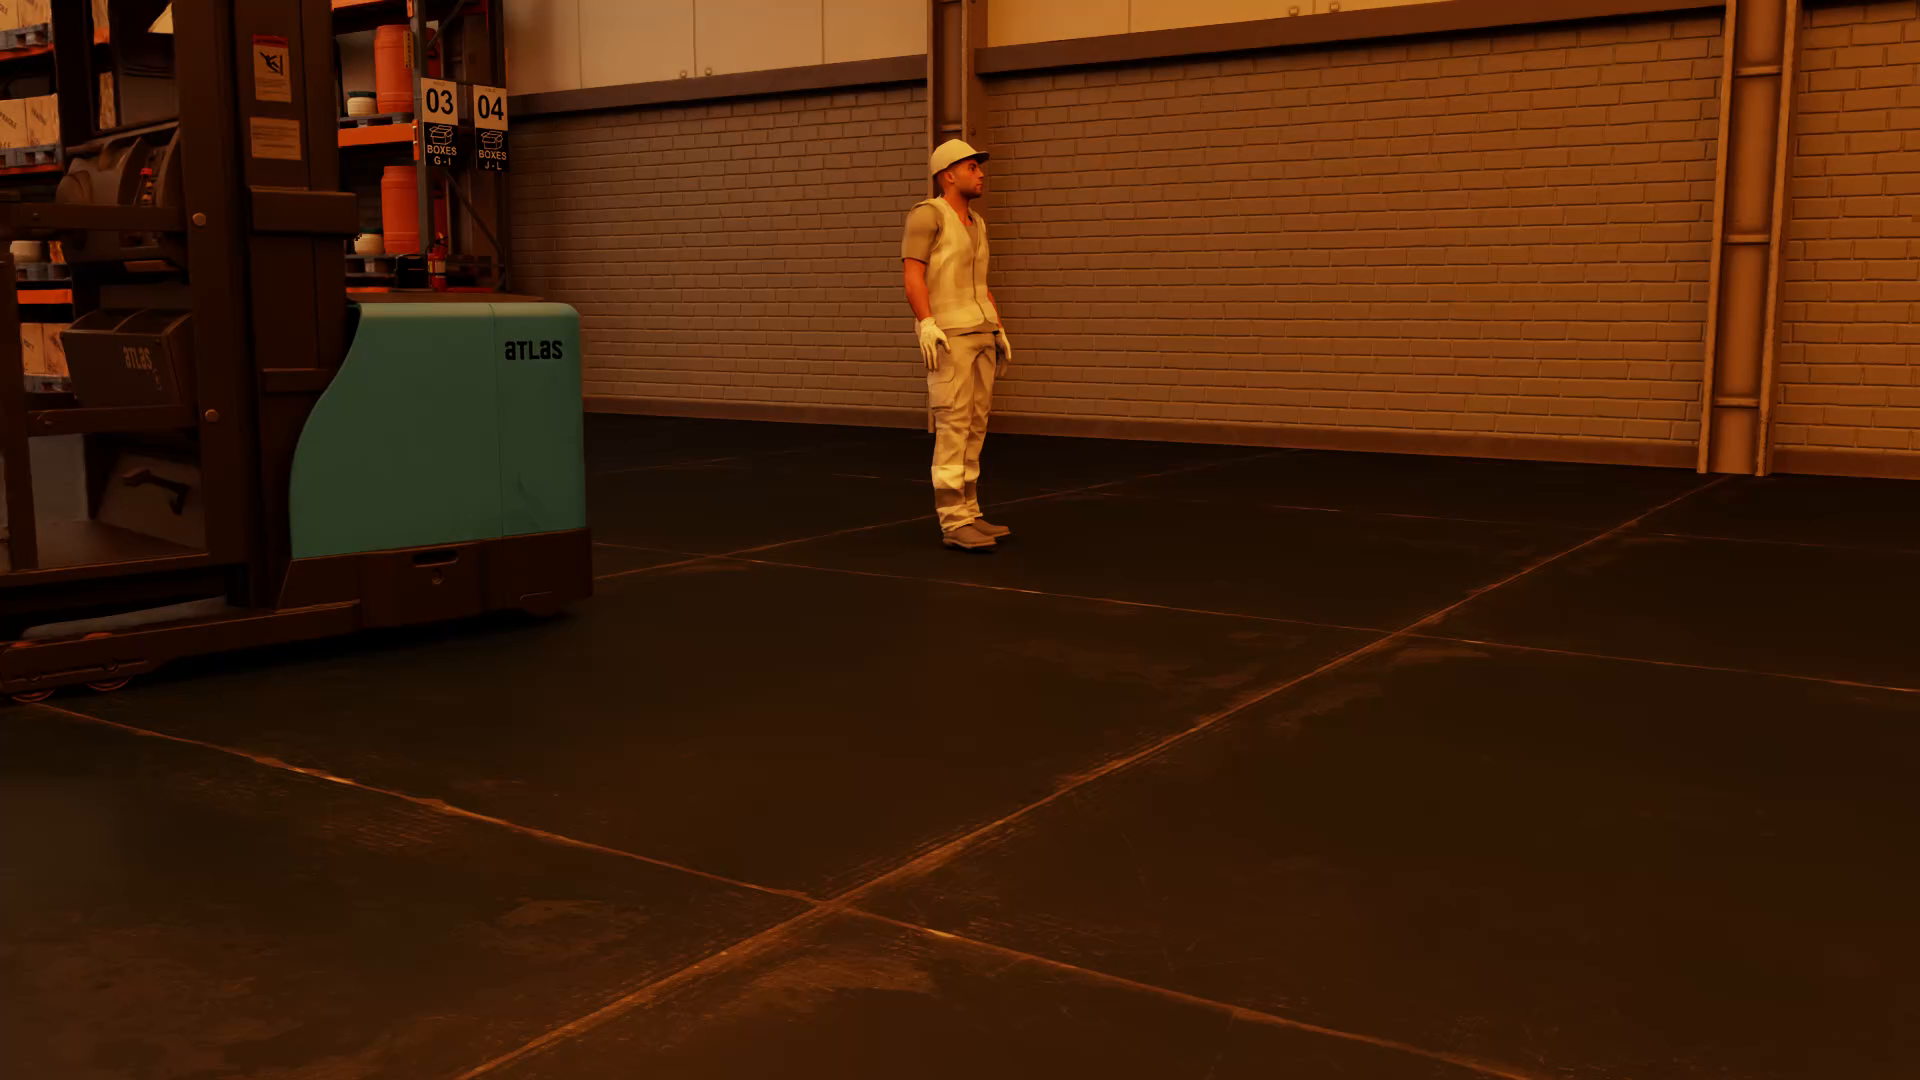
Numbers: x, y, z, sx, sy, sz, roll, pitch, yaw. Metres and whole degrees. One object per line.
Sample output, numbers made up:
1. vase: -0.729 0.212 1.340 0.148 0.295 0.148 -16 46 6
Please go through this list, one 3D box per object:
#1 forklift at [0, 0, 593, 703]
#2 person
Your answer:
1. forklift: -2.678 -1.092 4.871 3.031 2.935 1.130 -8 11 -43
2. person: 0.059 -0.885 7.422 0.564 1.787 0.637 5 10 34
